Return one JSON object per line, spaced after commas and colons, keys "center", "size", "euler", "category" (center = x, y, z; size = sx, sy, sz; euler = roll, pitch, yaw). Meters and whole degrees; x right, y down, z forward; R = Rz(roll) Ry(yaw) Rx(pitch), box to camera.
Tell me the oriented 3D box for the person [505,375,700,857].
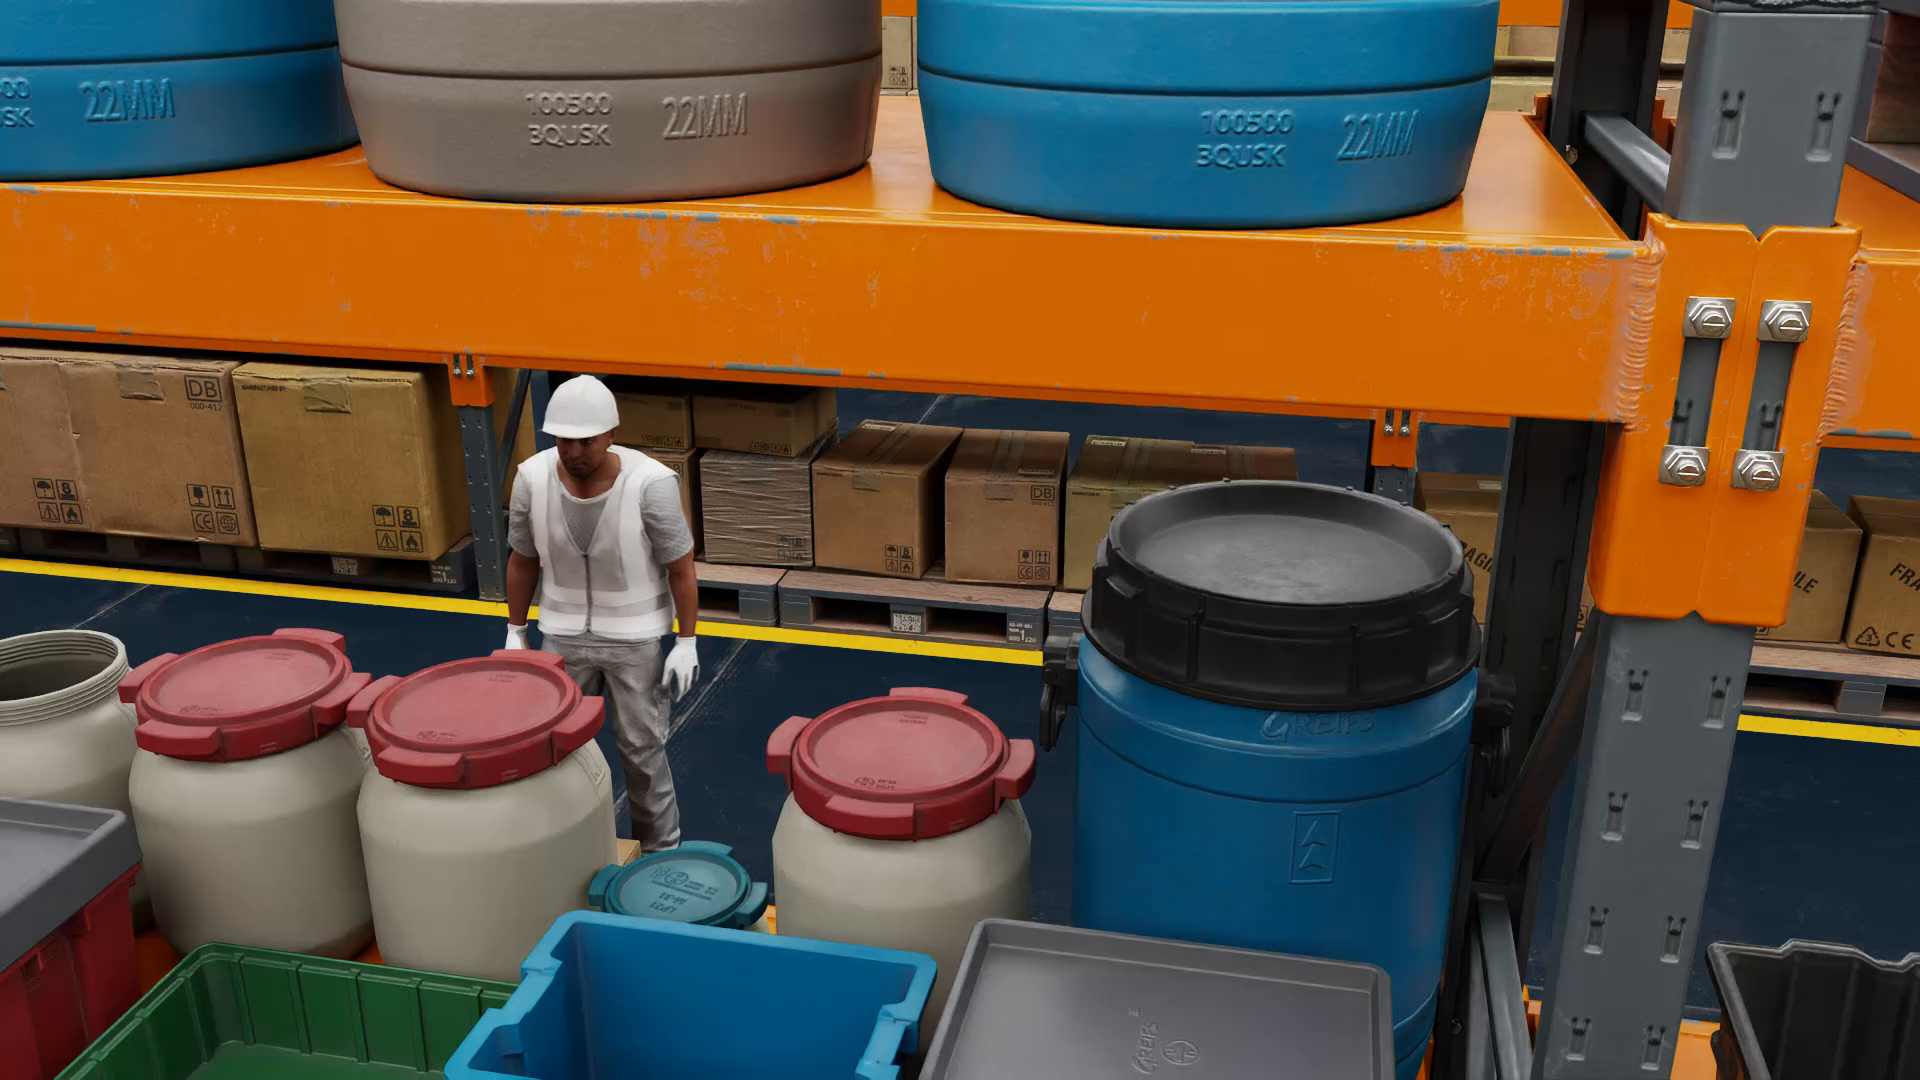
{"center": [-1.128, 0.328, 5.235], "size": [0.625, 1.772, 0.452], "euler": [3, 22, 8], "category": "person"}
